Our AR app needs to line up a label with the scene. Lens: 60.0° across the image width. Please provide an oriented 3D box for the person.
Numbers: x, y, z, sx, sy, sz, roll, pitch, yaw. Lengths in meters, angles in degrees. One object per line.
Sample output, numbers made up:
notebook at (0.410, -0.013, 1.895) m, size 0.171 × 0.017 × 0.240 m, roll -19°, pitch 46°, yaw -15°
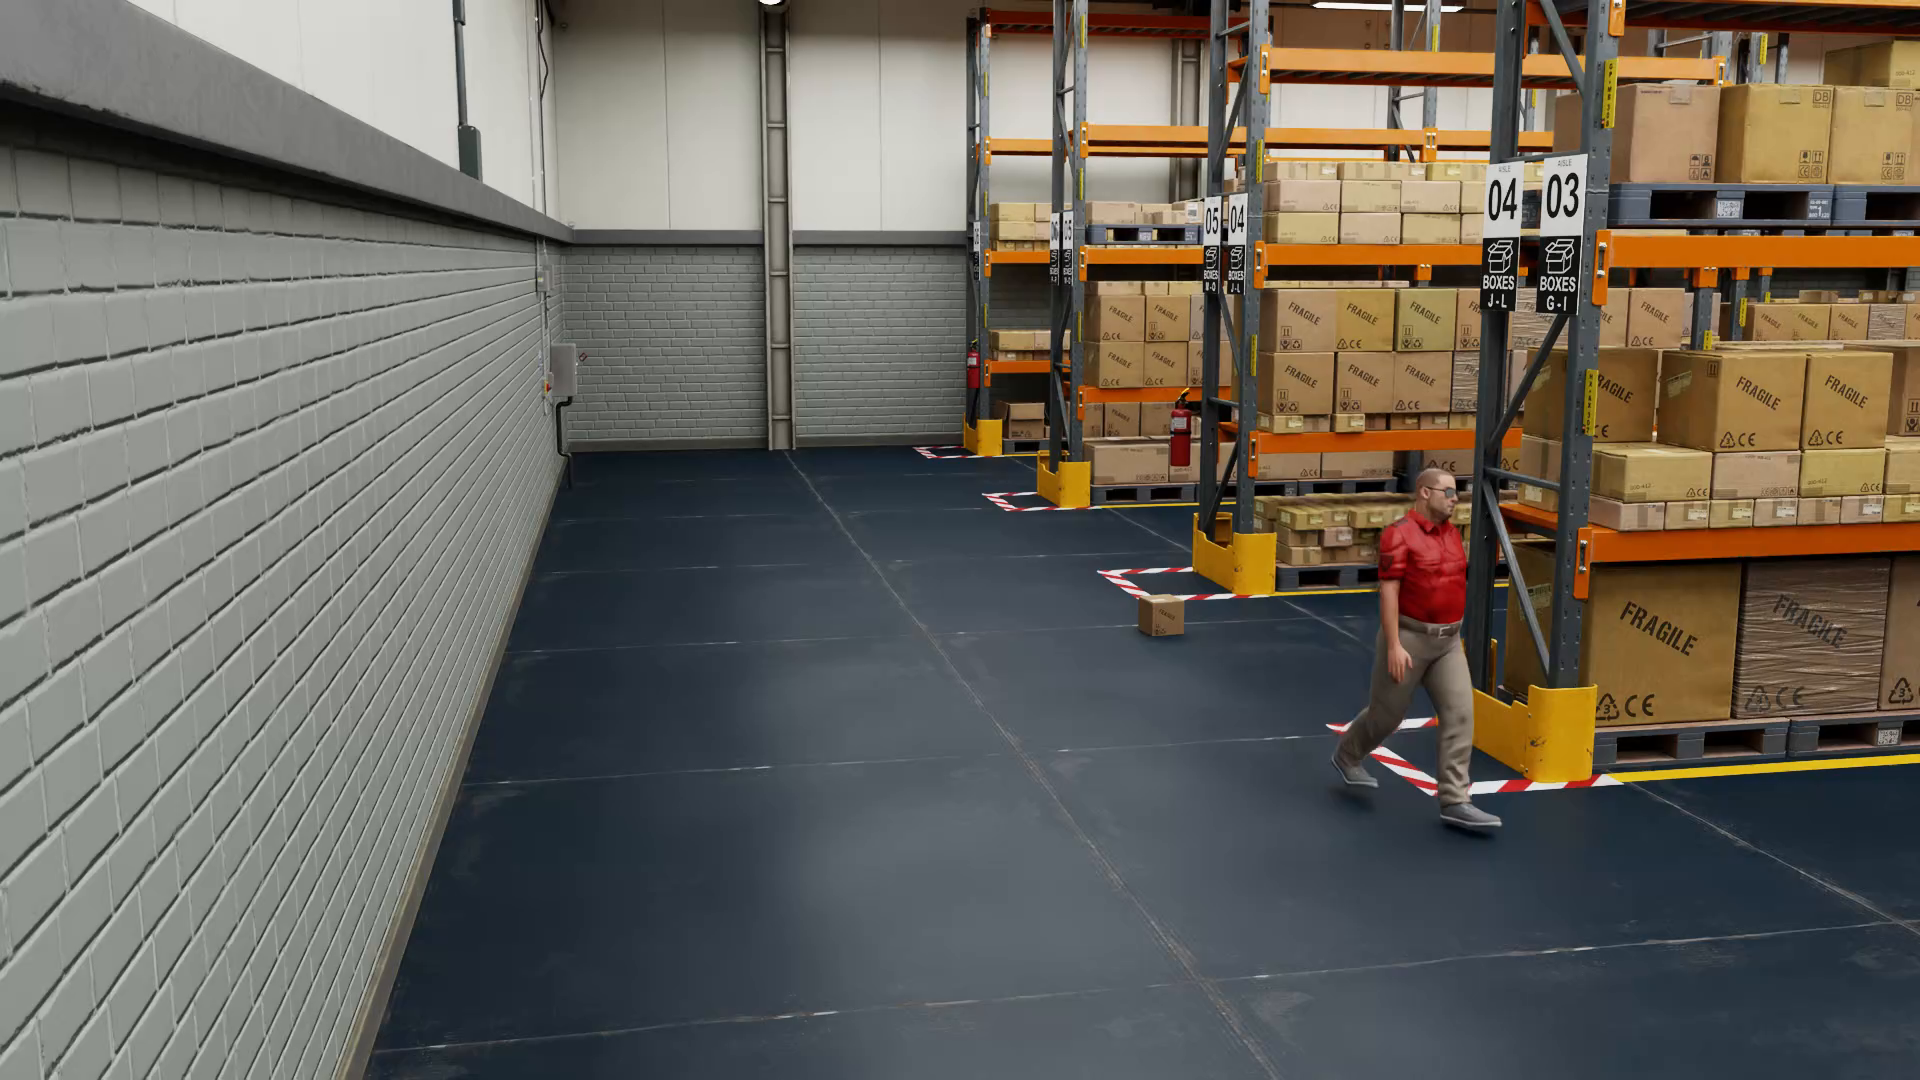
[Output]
person at (2.222, 0.493, 8.022) m, size 0.565 × 1.682 × 1.006 m, roll -5°, pitch 11°, yaw -27°
